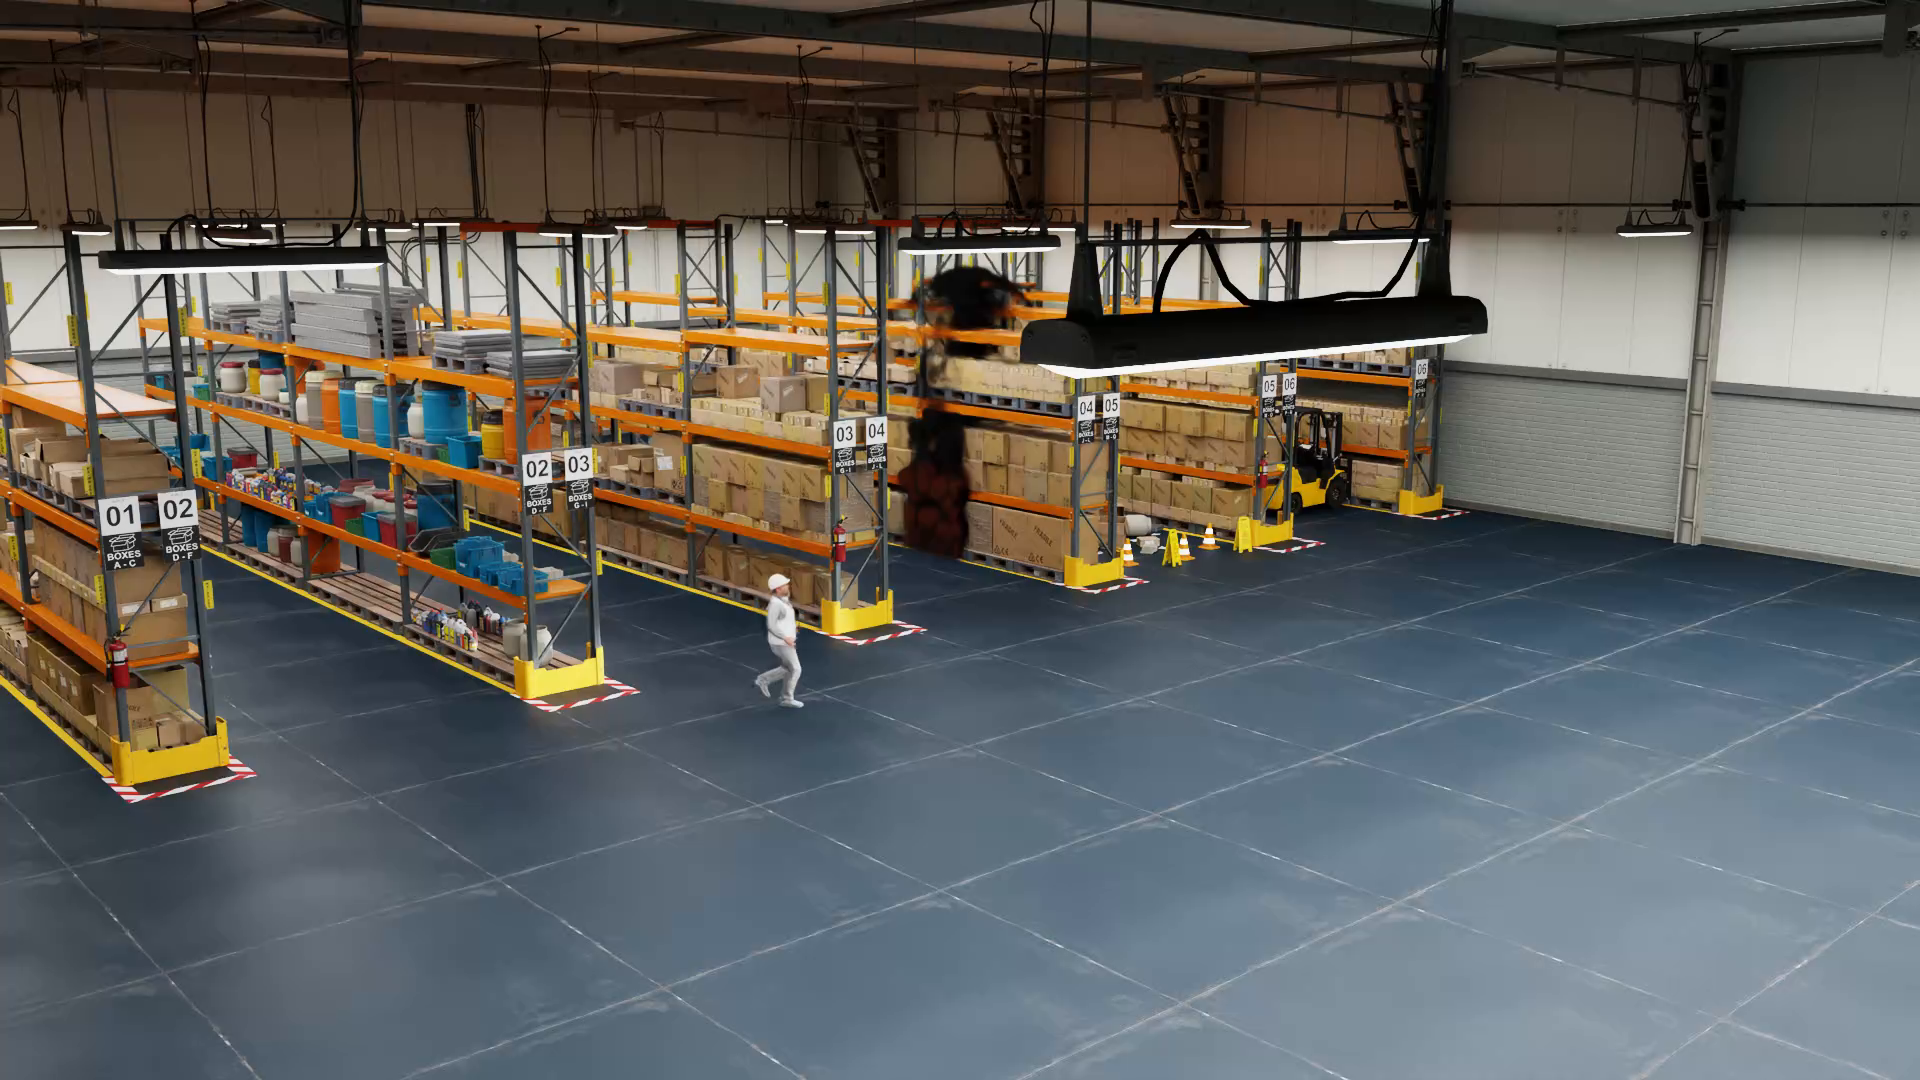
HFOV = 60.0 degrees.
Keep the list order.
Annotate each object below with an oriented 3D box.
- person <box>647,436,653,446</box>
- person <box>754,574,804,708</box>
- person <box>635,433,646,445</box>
[{"bbox_3d":[-8.004,-3.183,43.375,0.556,1.716,0.833,7,13,30],"label":"person"},{"bbox_3d":[-2.320,1.283,21.172,0.625,1.750,0.659,-1,11,-4],"label":"person"},{"bbox_3d":[-8.072,-2.845,41.651,0.560,1.754,0.742,11,16,43],"label":"person"}]
